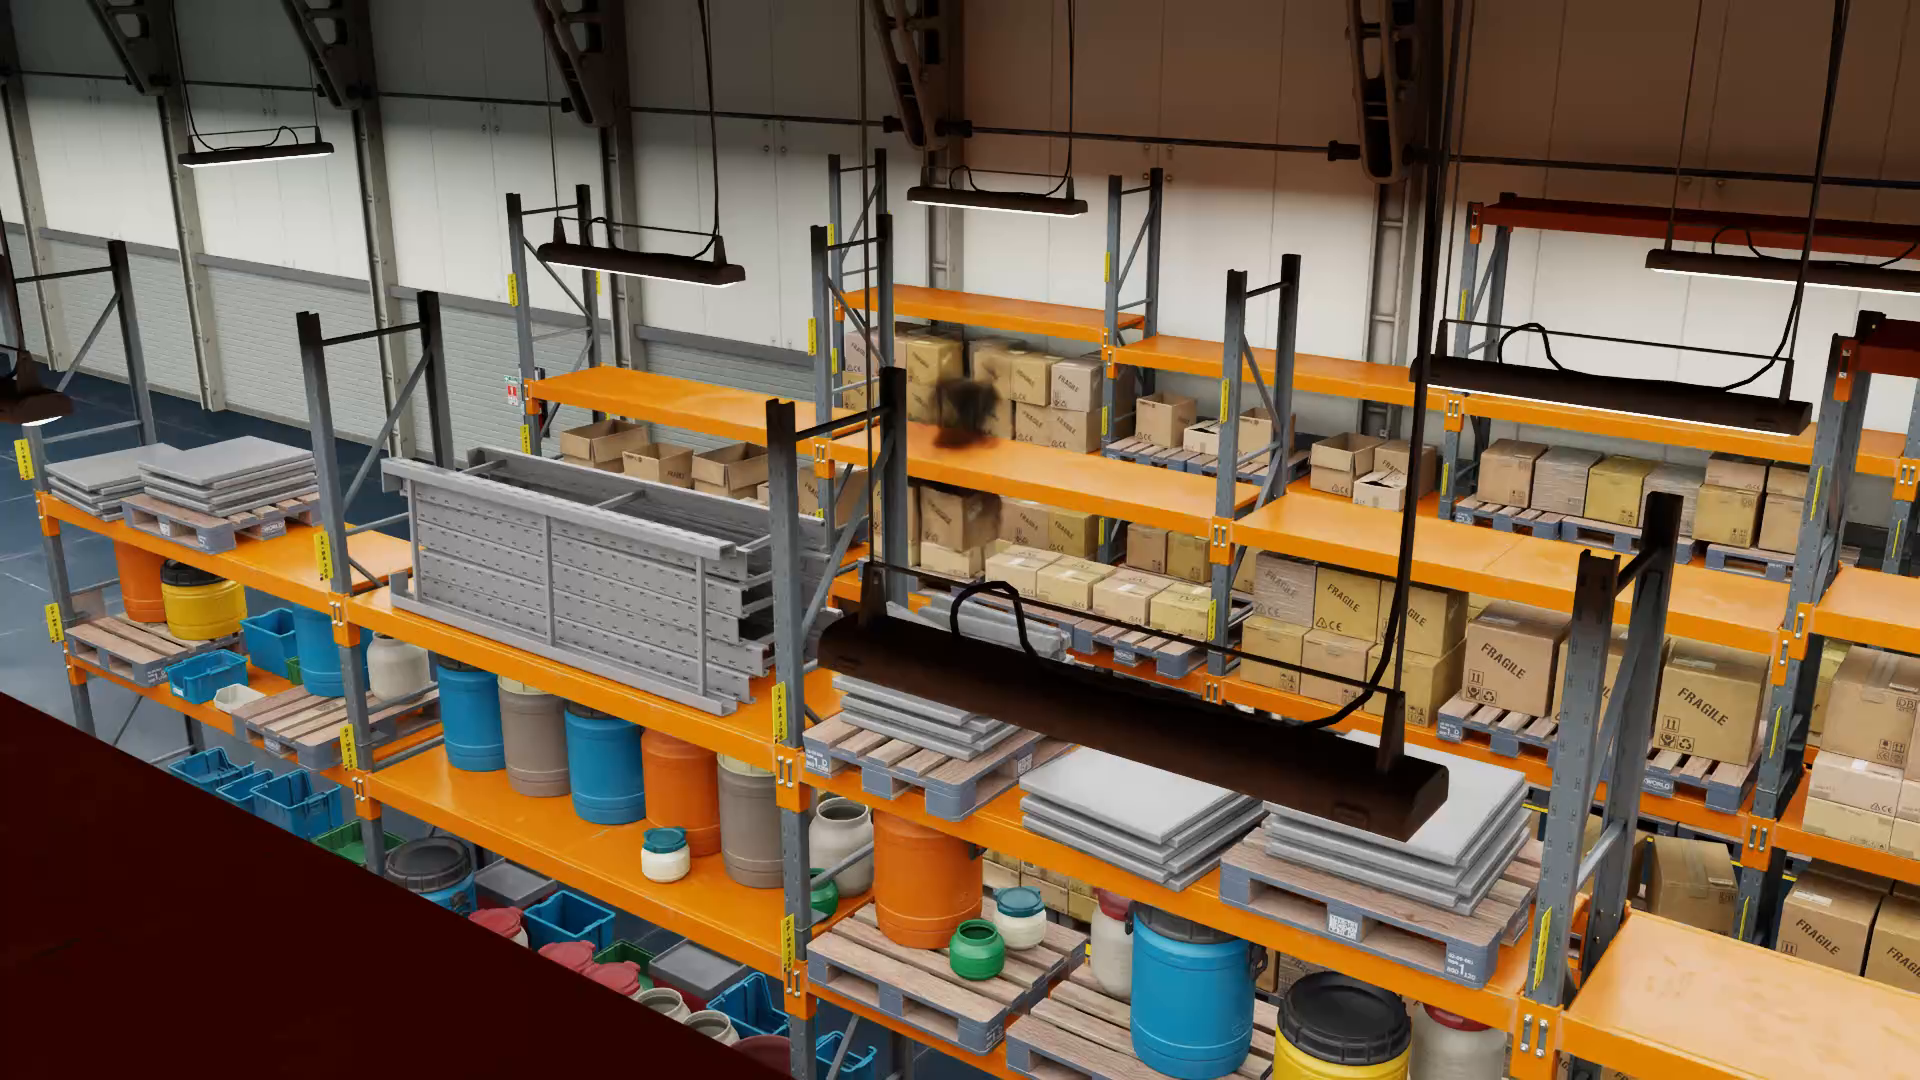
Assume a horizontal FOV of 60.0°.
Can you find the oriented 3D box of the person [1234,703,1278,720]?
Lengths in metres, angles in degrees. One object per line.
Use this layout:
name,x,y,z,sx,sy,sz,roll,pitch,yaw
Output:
person,2.732,2.089,16.215,0.694,1.715,0.580,9,20,24
